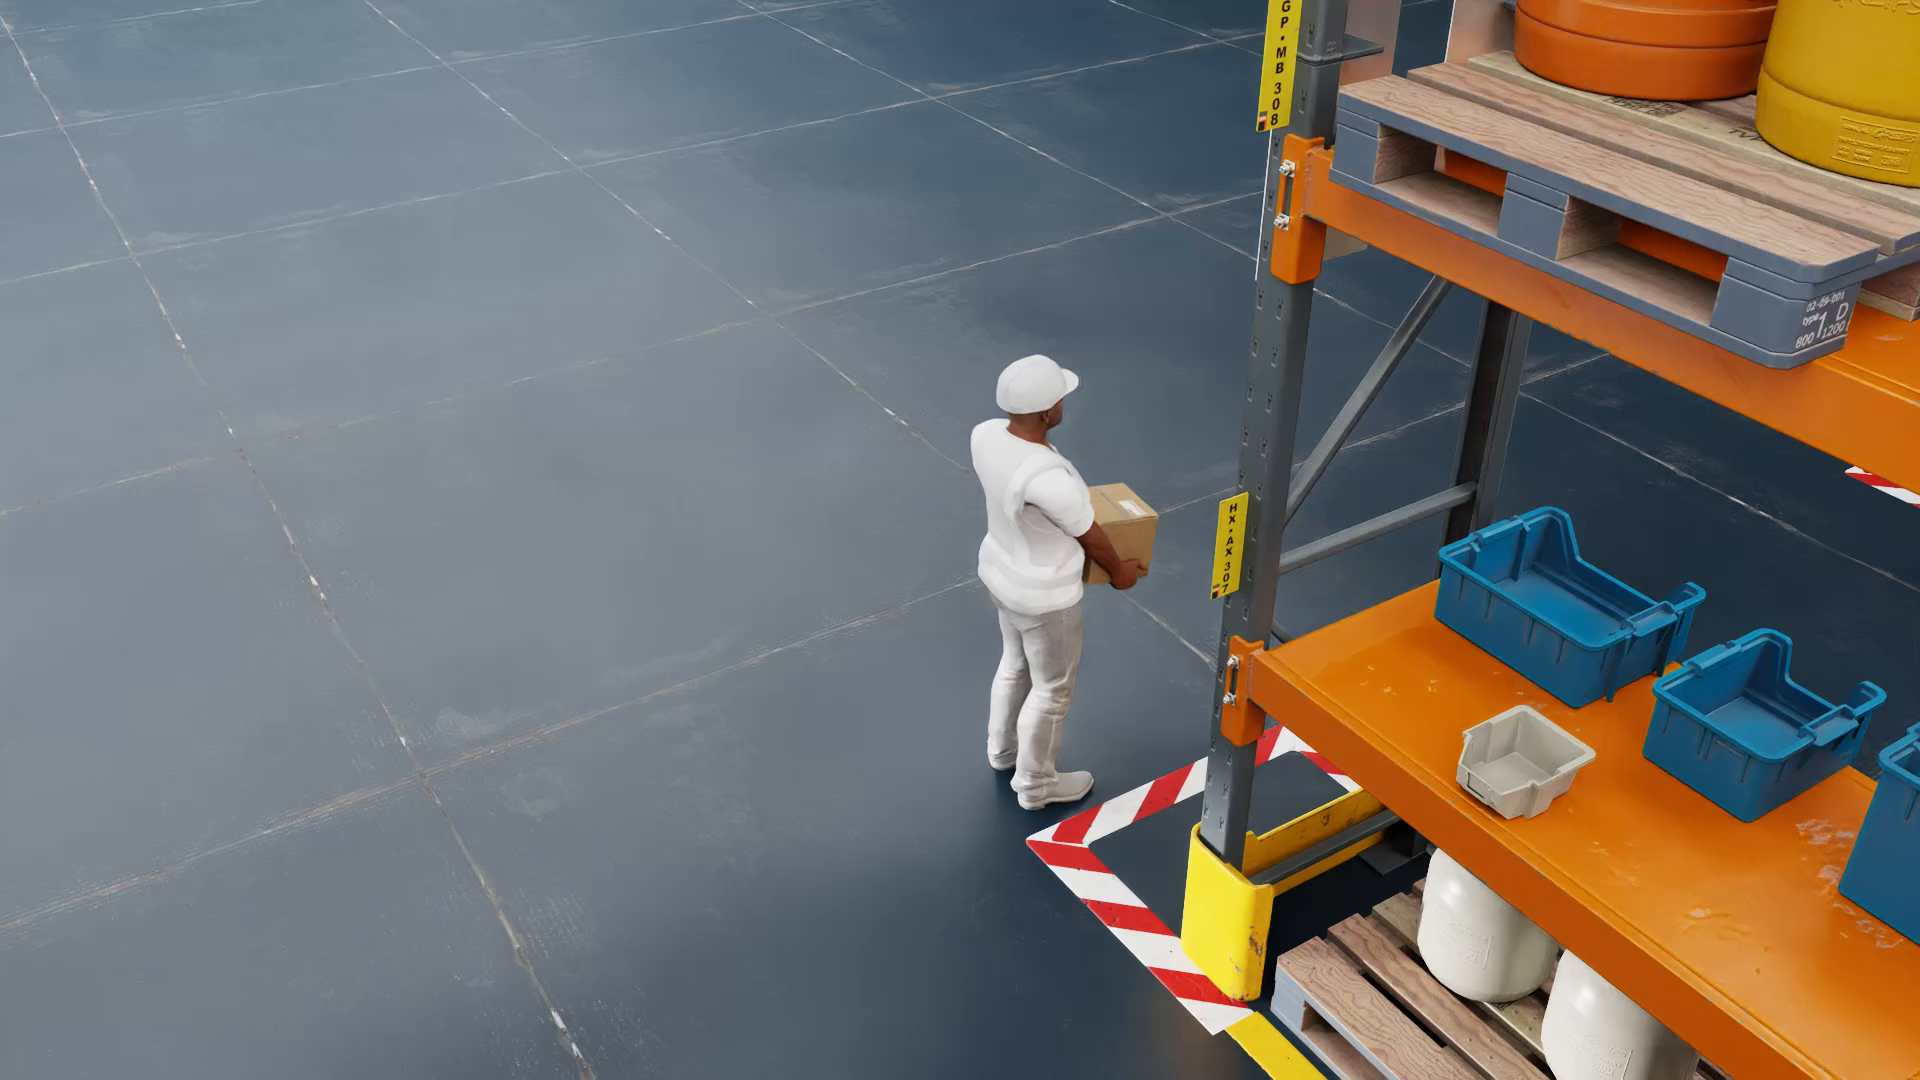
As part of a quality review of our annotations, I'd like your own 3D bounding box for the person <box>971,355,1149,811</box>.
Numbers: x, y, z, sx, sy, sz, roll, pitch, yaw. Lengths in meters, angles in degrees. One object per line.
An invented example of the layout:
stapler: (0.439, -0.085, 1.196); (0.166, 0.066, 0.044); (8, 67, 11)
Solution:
person: (0.351, 0.127, 5.917); (0.559, 1.763, 0.505); (-14, 35, -21)
